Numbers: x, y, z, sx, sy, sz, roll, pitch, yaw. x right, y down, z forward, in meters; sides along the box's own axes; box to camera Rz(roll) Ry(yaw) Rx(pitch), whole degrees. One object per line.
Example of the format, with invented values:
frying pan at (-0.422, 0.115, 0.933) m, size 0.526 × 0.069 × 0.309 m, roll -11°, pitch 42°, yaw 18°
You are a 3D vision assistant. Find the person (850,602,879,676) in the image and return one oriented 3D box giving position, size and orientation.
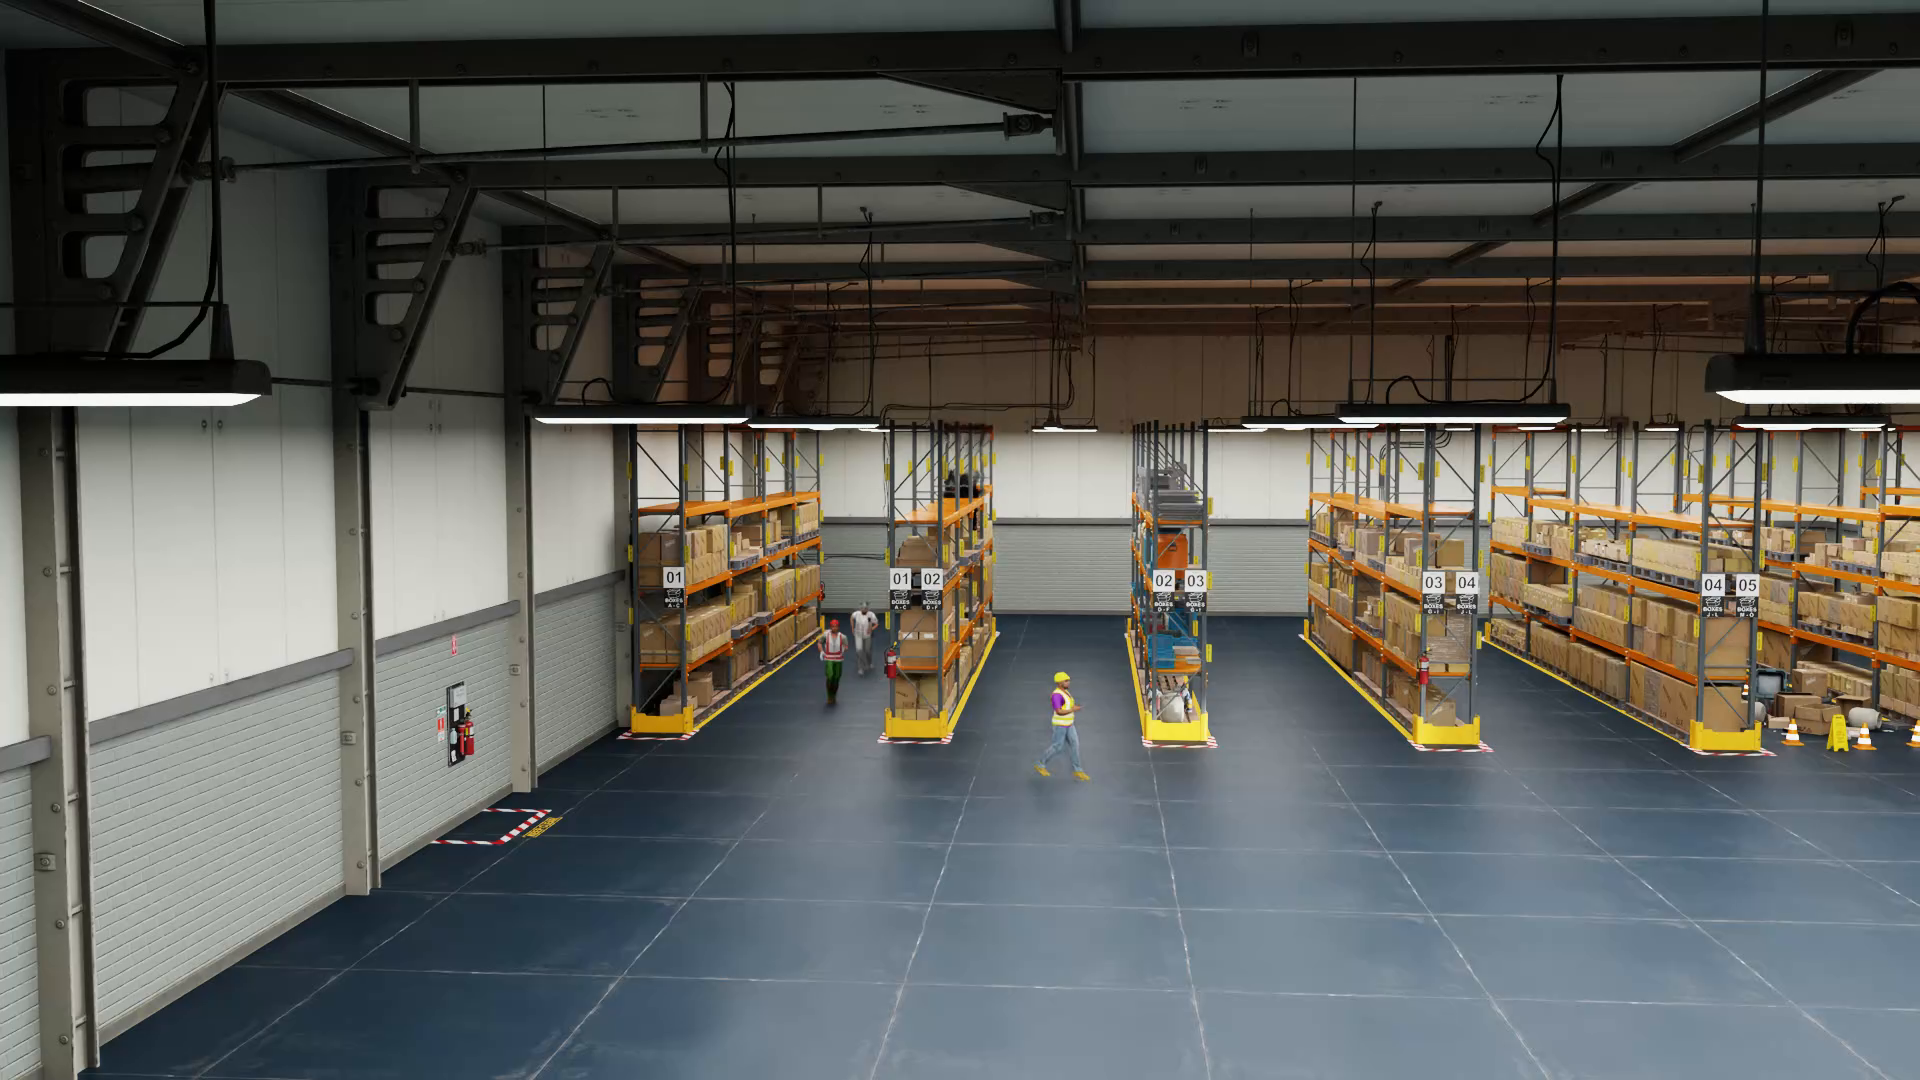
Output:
person at (-2.298, 2.329, 40.038) m, size 0.695 × 1.762 × 1.008 m, roll 0°, pitch 4°, yaw 3°

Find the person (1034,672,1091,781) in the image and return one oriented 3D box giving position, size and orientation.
person at (1.699, 3.072, 27.498) m, size 0.939 × 1.779 × 0.690 m, roll 2°, pitch 4°, yaw 24°

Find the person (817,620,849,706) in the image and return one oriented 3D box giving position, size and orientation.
person at (-2.675, 2.603, 35.307) m, size 0.632 × 1.830 × 0.754 m, roll -1°, pitch 4°, yaw -13°

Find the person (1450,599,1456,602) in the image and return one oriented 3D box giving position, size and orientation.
person at (13.342, 1.975, 45.314) m, size 0.763 × 1.730 × 0.966 m, roll 1°, pitch 4°, yaw 12°

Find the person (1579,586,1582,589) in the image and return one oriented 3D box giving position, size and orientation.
person at (16.637, 2.066, 44.602) m, size 0.625 × 1.658 × 0.591 m, roll 0°, pitch 4°, yaw 6°
